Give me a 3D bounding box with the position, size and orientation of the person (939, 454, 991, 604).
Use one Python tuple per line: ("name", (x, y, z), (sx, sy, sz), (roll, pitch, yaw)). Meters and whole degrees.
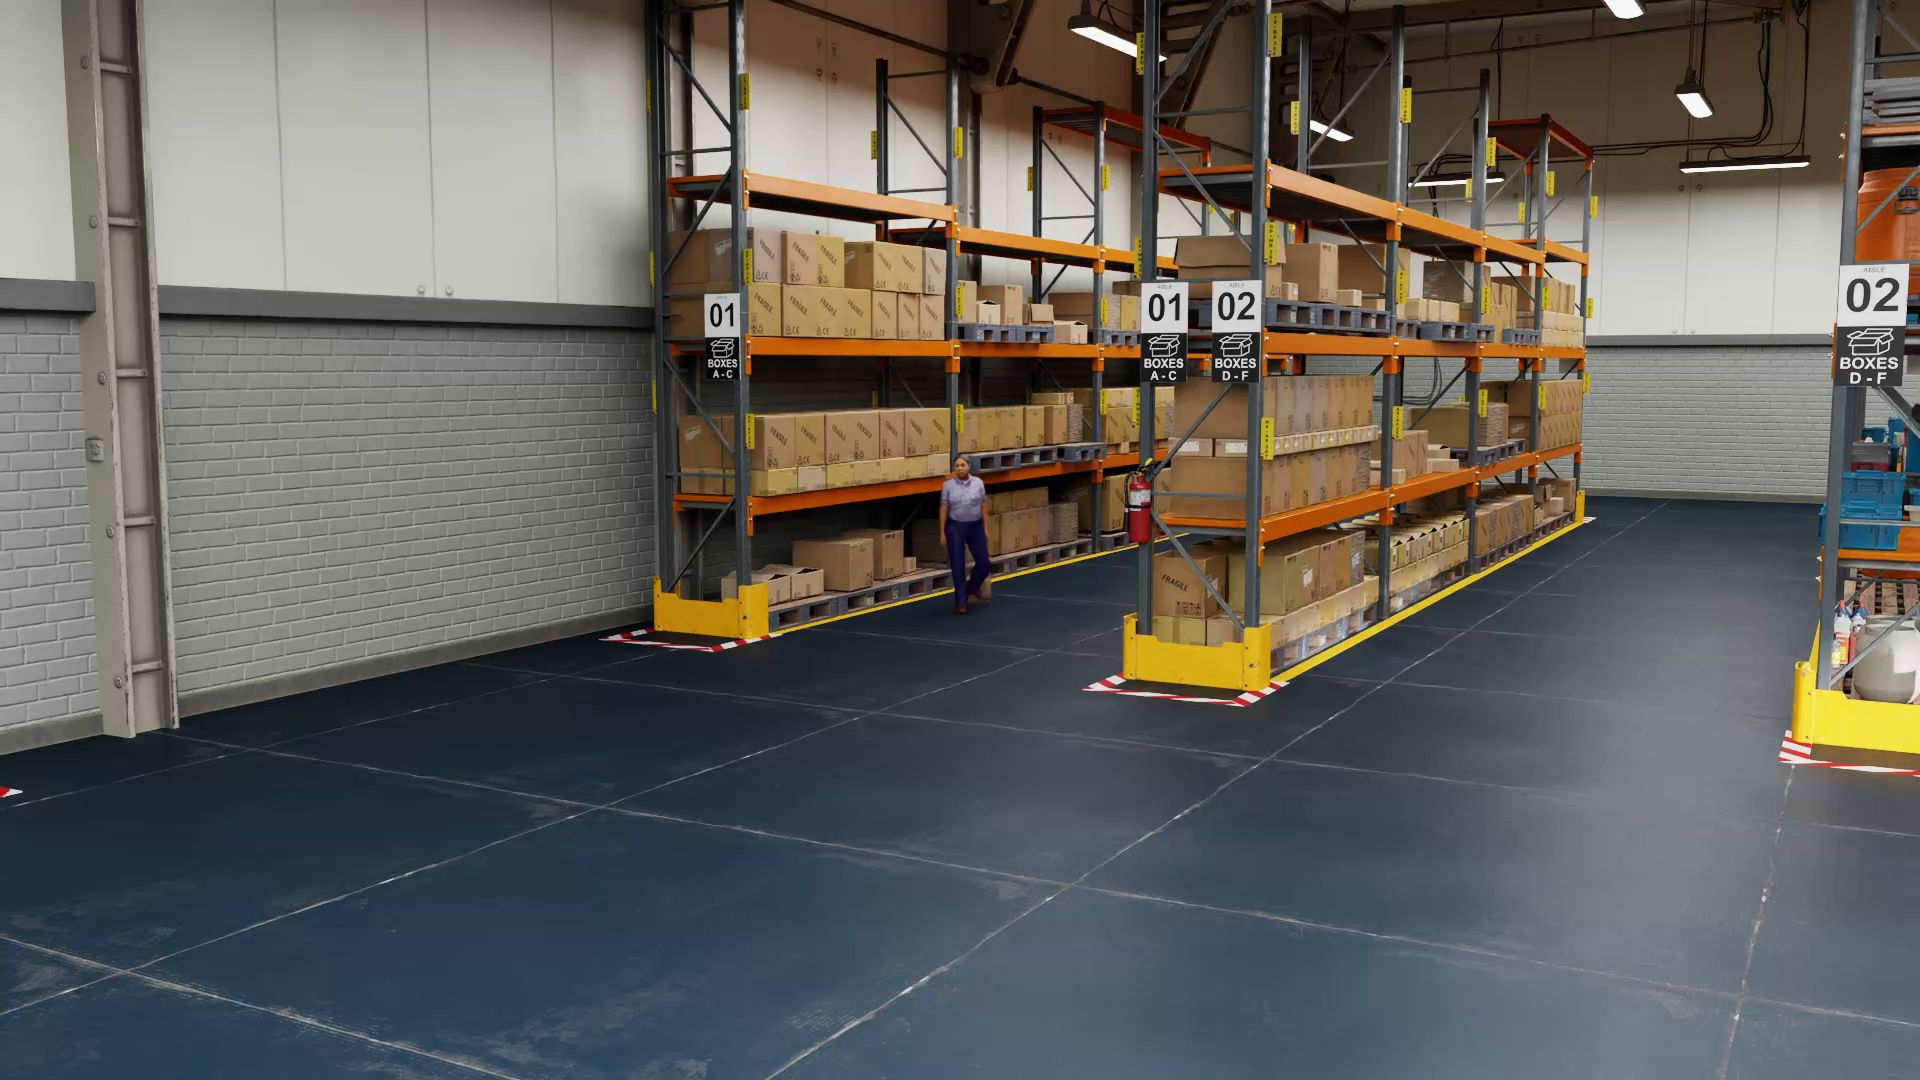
("person", (0.041, -0.109, 17.171), (0.524, 1.578, 0.480), (-1, 6, -9))
